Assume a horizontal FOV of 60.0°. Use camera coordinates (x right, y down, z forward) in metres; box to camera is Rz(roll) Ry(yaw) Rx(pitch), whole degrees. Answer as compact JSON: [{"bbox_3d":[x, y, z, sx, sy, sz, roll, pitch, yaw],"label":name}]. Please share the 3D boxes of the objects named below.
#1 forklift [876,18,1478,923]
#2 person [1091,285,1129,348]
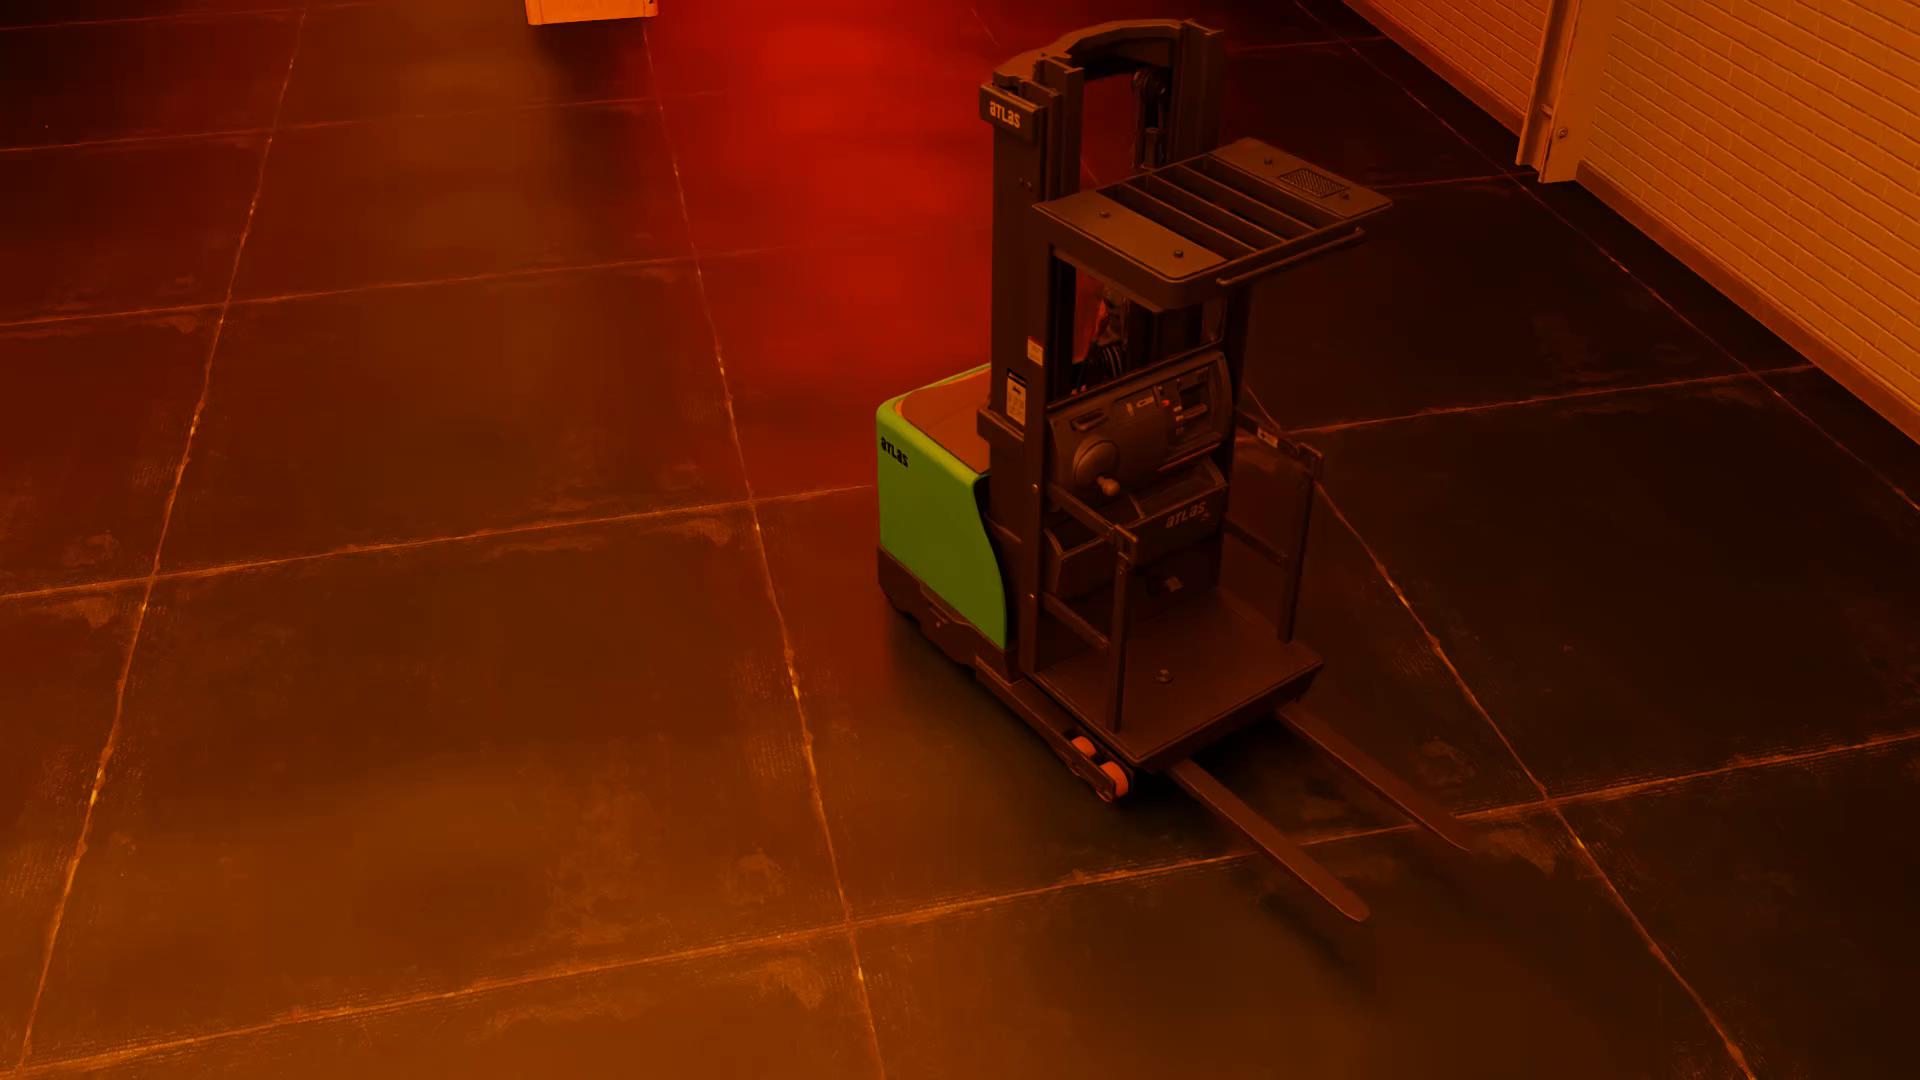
[{"bbox_3d":[0.872,-0.412,6.623,1.130,2.935,3.031,-23,42,-29],"label":"forklift"},{"bbox_3d":[0.856,-0.871,8.306,0.374,1.635,0.696,-24,42,-30],"label":"person"}]
